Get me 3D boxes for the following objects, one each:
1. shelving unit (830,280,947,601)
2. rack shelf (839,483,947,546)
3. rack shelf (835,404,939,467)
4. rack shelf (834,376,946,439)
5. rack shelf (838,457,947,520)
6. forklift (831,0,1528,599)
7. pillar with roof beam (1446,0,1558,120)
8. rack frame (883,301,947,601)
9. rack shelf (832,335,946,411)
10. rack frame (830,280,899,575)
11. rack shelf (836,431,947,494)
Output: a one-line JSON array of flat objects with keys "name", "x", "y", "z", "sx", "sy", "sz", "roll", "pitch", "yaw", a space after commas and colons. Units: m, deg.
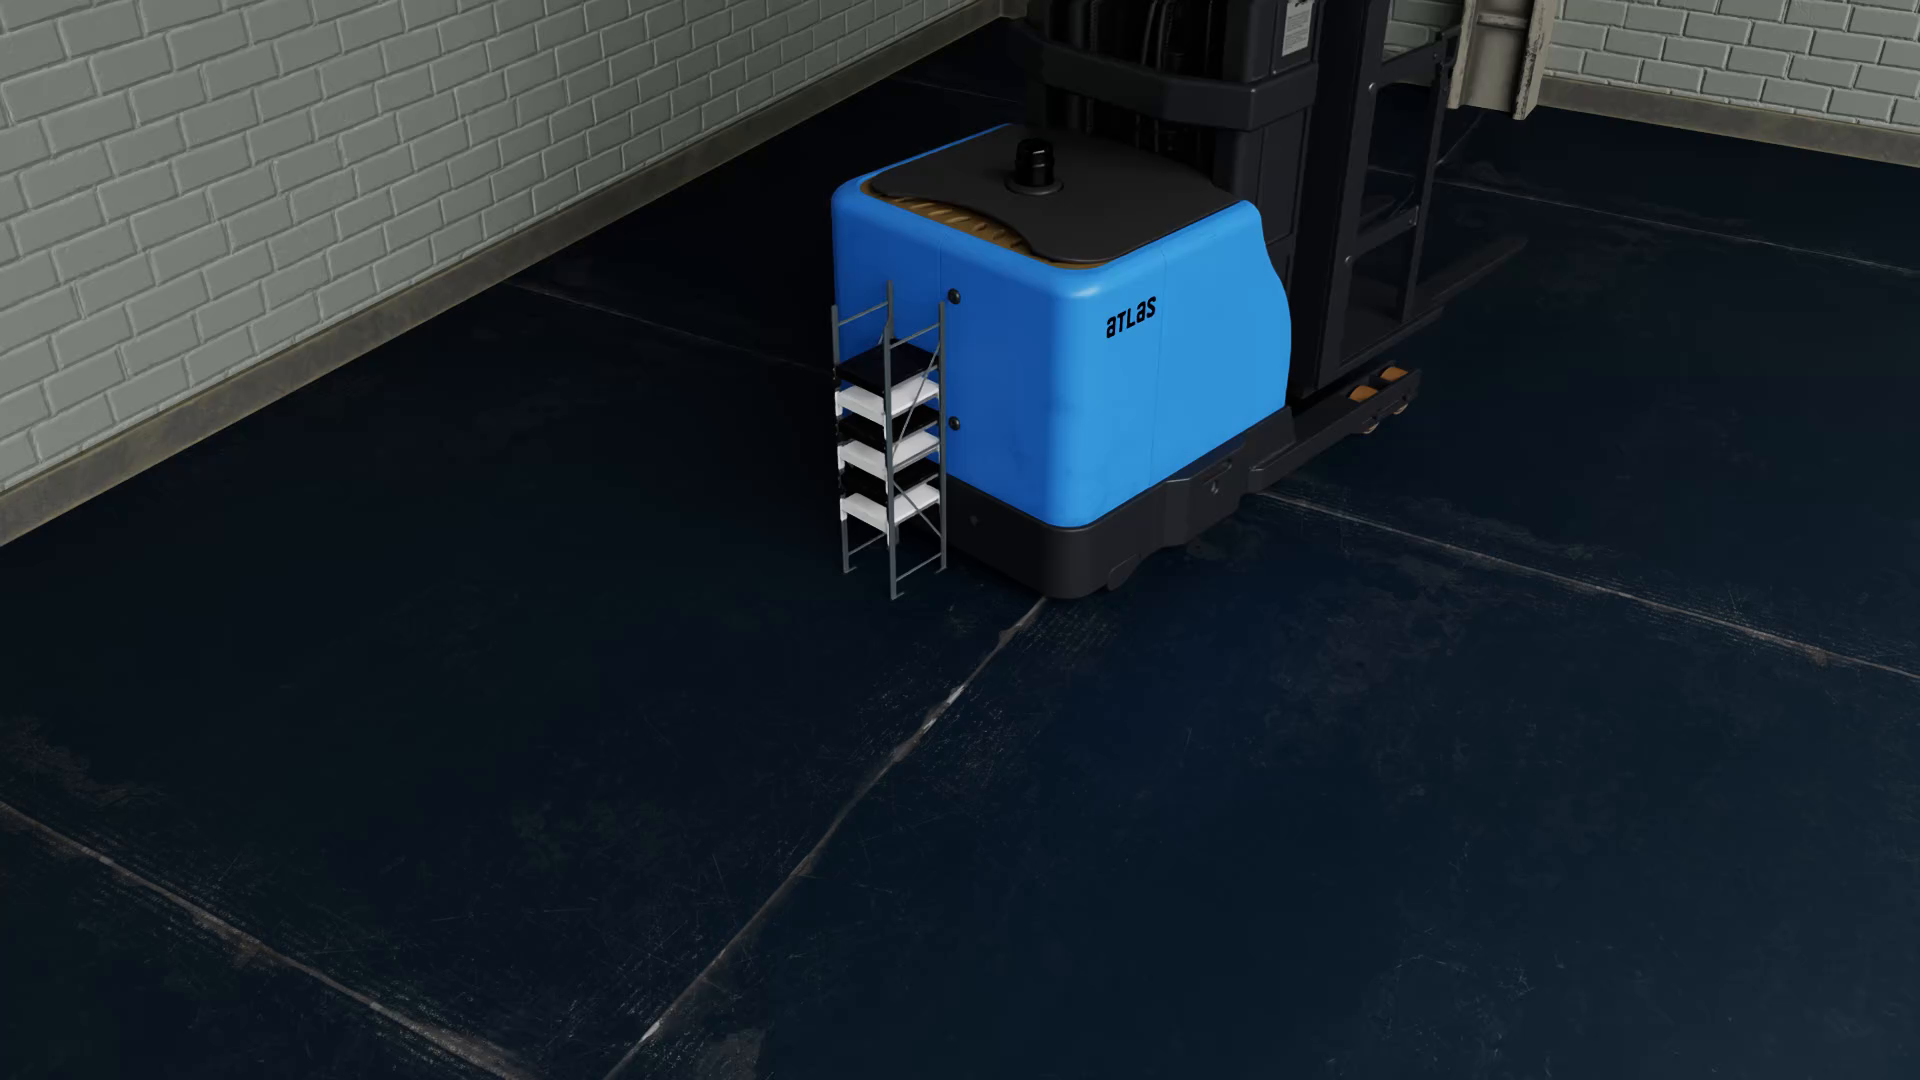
[{"name": "shelving unit", "x": -0.200, "y": -0.280, "z": 4.858, "sx": 0.210, "sy": 0.900, "sz": 0.258, "roll": 27, "pitch": 42, "yaw": 34}, {"name": "rack shelf", "x": -0.200, "y": -0.102, "z": 4.977, "sx": 0.200, "sy": 0.077, "sz": 0.258, "roll": 27, "pitch": 42, "yaw": 34}, {"name": "rack shelf", "x": -0.200, "y": -0.327, "z": 4.827, "sx": 0.200, "sy": 0.077, "sz": 0.258, "roll": 27, "pitch": 42, "yaw": 34}, {"name": "rack shelf", "x": -0.200, "y": -0.402, "z": 4.777, "sx": 0.200, "sy": 0.077, "sz": 0.258, "roll": 27, "pitch": 42, "yaw": 34}, {"name": "rack shelf", "x": -0.200, "y": -0.177, "z": 4.927, "sx": 0.200, "sy": 0.077, "sz": 0.258, "roll": 27, "pitch": 42, "yaw": 34}, {"name": "forklift", "x": 0.988, "y": -1.768, "z": 5.260, "sx": 1.130, "sy": 2.935, "sz": 3.031, "roll": 28, "pitch": 43, "yaw": 35}, {"name": "pillar with roof beam", "x": 0.630, "y": -3.937, "z": 3.043, "sx": 0.400, "sy": 9.000, "sz": 9.100, "roll": 18, "pitch": 37, "yaw": 24}, {"name": "rack frame", "x": -0.125, "y": -0.242, "z": 4.801, "sx": 0.006, "sy": 0.900, "sz": 0.240, "roll": 27, "pitch": 42, "yaw": 34}, {"name": "rack shelf", "x": -0.200, "y": -0.477, "z": 4.727, "sx": 0.200, "sy": 0.077, "sz": 0.258, "roll": 27, "pitch": 42, "yaw": 34}, {"name": "rack frame", "x": -0.275, "y": -0.318, "z": 4.916, "sx": 0.006, "sy": 0.900, "sz": 0.240, "roll": 27, "pitch": 42, "yaw": 34}, {"name": "rack shelf", "x": -0.200, "y": -0.252, "z": 4.877, "sx": 0.200, "sy": 0.077, "sz": 0.258, "roll": 27, "pitch": 42, "yaw": 34}]
